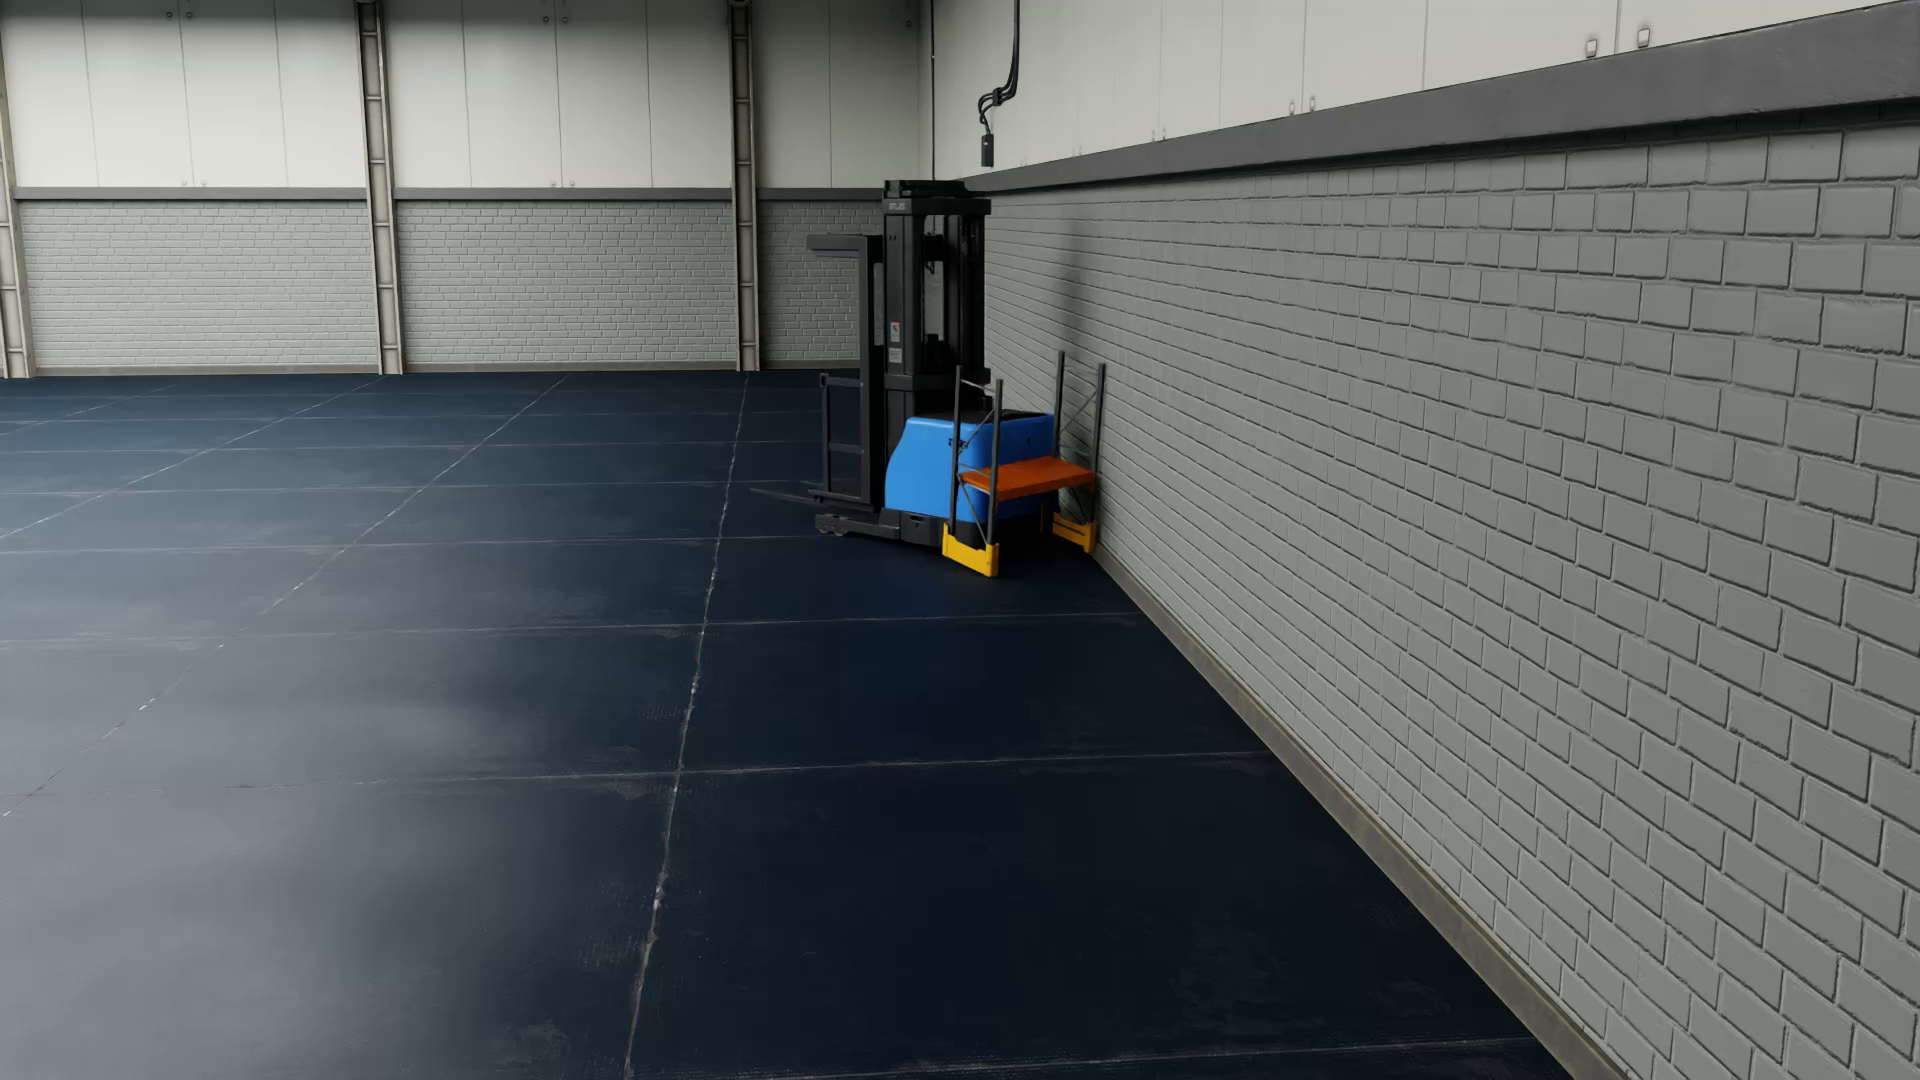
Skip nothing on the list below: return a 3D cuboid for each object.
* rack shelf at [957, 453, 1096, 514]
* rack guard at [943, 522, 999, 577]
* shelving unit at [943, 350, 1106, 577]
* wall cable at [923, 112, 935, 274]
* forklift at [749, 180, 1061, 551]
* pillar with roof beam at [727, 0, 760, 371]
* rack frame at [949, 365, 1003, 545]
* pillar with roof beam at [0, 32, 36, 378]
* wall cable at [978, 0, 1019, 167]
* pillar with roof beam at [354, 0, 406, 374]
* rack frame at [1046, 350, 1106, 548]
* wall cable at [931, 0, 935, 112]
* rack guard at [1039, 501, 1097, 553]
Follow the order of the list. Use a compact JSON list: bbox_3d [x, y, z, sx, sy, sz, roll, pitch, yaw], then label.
[{"bbox_3d":[0.495,-0.439,12.751,1.000,0.185,0.538,-13,25,-37],"label":"rack shelf"},{"bbox_3d":[0.079,0.069,12.597,0.087,0.250,0.587,-13,25,-37],"label":"rack guard"},{"bbox_3d":[0.496,-0.606,12.685,1.083,1.500,0.587,-13,25,-37],"label":"shelving unit"},{"bbox_3d":[-0.605,-5.656,27.357,0.112,2.526,3.097,-1,11,-6],"label":"wall cable"},{"bbox_3d":[-0.591,-1.530,14.053,3.031,2.935,1.130,10,15,42],"label":"forklift"},{"bbox_3d":[-3.211,-6.546,23.836,0.548,9.000,9.100,-1,11,-6],"label":"pillar with roof beam"},{"bbox_3d":[0.108,-0.518,12.384,0.032,1.500,0.500,-13,25,-37],"label":"rack frame"},{"bbox_3d":[-15.141,-6.296,22.564,0.400,9.000,9.100,-1,11,-6],"label":"pillar with roof beam"},{"bbox_3d":[0.405,-7.027,17.467,0.169,6.003,2.305,-1,11,-6],"label":"wall cable"},{"bbox_3d":[-9.176,-6.421,23.200,0.548,9.000,9.100,-1,11,-6],"label":"pillar with roof beam"},{"bbox_3d":[0.899,-0.698,12.996,0.032,1.500,0.500,-13,25,-37],"label":"rack frame"},{"bbox_3d":[-0.313,-7.615,24.231,0.112,2.526,3.097,-1,11,-6],"label":"wall cable"},{"bbox_3d":[0.854,-0.108,13.197,0.087,0.250,0.587,-13,25,-37],"label":"rack guard"}]
